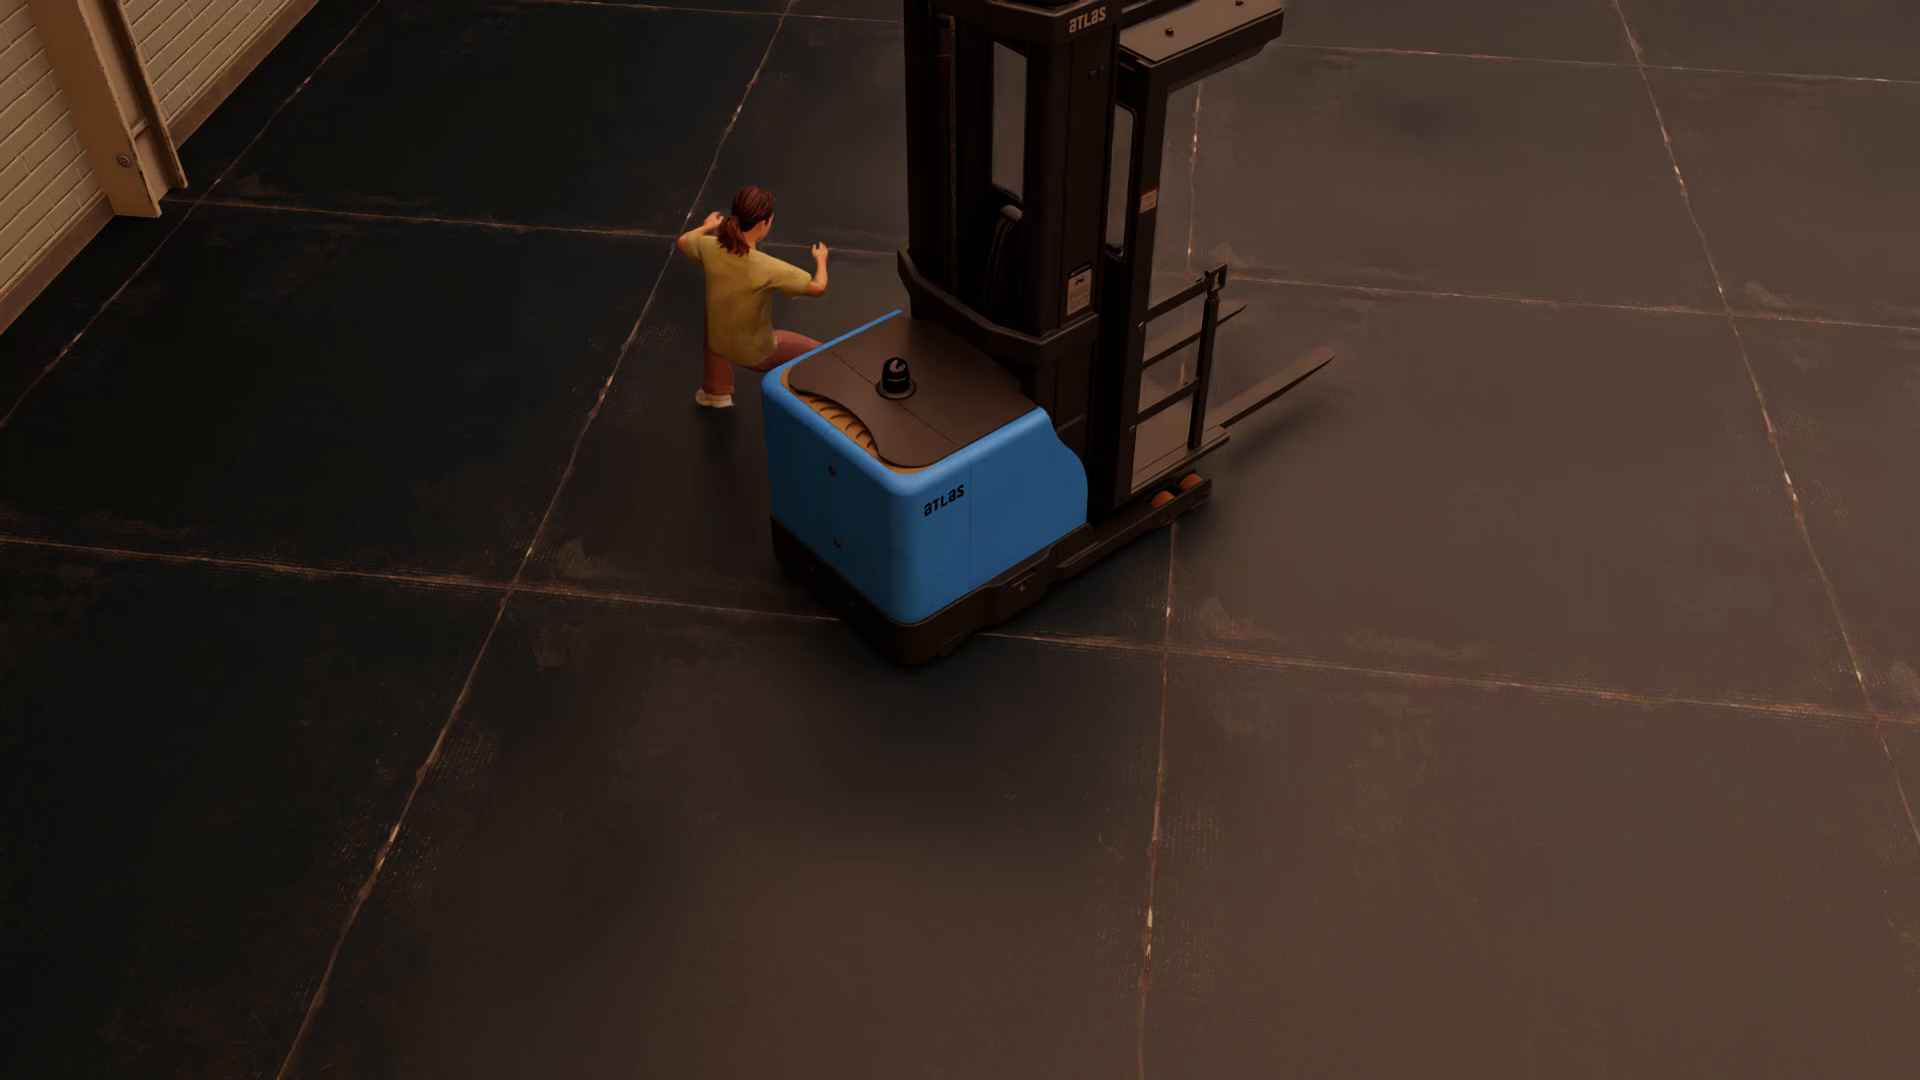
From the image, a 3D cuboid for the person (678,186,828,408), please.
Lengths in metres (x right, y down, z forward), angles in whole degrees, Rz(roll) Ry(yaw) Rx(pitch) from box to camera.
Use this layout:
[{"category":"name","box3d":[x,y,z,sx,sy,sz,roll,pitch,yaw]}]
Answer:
[{"category":"person","box3d":[-0.930,-1.104,8.024,0.980,1.447,0.661,22,47,22]}]

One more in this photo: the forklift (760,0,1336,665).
[{"category":"forklift","box3d":[0.582,-1.391,7.239,3.031,2.935,1.130,-30,50,-29]}]
